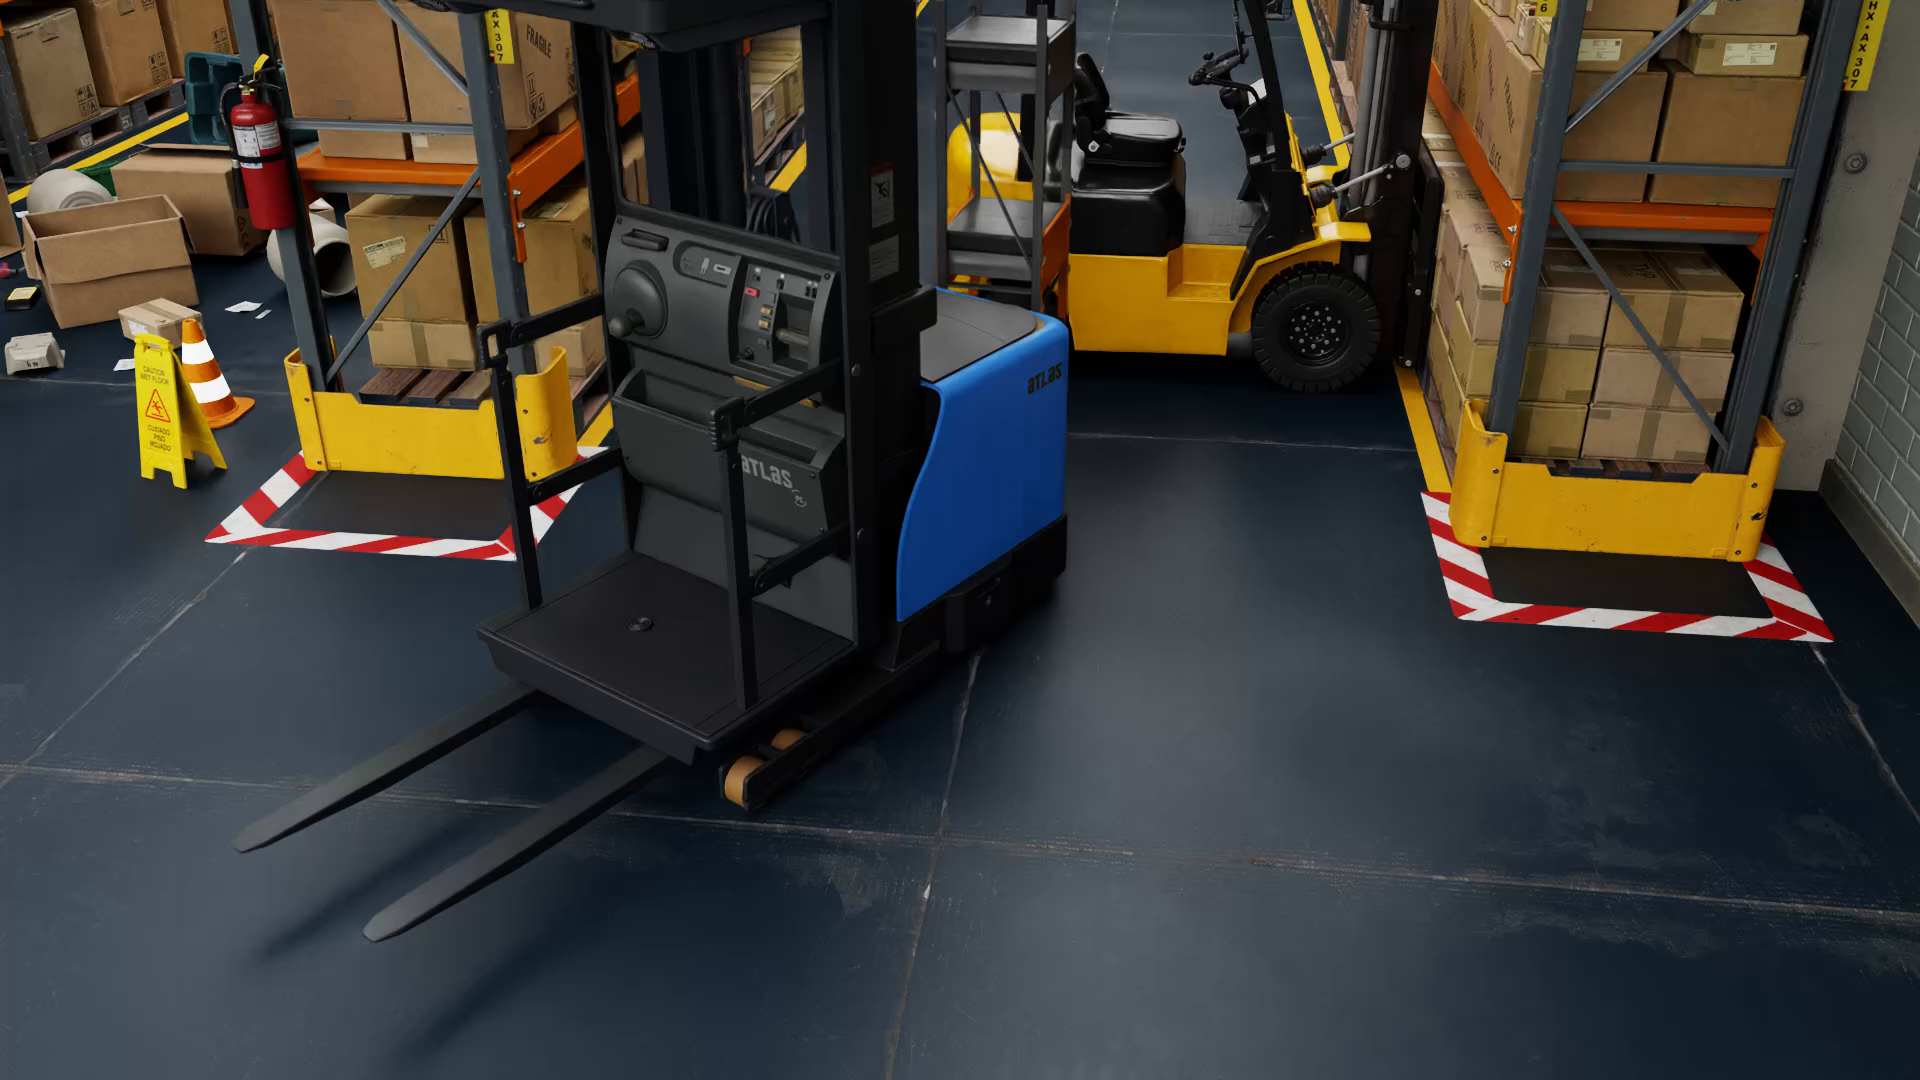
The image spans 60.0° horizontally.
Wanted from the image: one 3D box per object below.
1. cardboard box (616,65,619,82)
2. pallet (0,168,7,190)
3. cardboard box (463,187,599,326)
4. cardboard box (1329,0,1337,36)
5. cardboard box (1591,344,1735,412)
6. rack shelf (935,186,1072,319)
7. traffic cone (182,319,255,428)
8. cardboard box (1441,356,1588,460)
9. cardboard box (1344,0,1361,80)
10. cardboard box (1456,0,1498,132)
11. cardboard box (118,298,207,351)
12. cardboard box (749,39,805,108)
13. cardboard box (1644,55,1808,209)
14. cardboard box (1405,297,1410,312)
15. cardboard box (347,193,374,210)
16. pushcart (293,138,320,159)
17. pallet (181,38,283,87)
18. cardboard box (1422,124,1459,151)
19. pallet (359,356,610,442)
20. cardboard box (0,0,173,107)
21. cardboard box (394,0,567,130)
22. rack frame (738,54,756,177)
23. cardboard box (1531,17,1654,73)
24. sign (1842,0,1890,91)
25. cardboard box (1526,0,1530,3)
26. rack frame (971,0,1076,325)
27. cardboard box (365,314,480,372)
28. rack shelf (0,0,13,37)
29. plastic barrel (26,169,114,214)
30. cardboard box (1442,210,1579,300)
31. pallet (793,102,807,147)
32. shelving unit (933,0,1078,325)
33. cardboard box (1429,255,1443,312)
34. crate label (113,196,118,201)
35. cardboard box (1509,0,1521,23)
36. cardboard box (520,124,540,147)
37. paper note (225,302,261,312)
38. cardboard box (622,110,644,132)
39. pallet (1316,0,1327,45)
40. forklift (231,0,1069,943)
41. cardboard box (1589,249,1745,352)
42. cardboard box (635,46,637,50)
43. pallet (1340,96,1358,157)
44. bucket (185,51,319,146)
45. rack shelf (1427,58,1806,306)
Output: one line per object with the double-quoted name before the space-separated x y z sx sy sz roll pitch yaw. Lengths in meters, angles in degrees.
"cardboard box" -1.890 -2.288 8.100 0.380 0.149 0.250 4 29 8
"pallet" -6.921 -2.185 10.583 1.003 0.211 1.213 3 28 6
"cardboard box" -1.939 -1.322 7.707 0.500 0.500 0.500 2 28 4
"cardboard box" 3.502 -4.653 14.417 0.500 0.500 0.500 3 28 5
"cardboard box" 2.875 -0.760 6.927 0.500 0.250 0.500 4 29 7
"rack shelf" 0.175 -1.051 6.515 0.431 0.518 0.480 7 29 13
"traffic cone" -3.543 -0.803 7.753 0.336 0.463 0.334 3 28 6
"cardboard box" 2.356 -0.570 7.102 0.500 0.250 0.500 4 29 7
"cardboard box" 3.502 -3.969 13.015 0.875 0.625 0.625 4 29 8
"cardboard box" 2.547 -2.132 7.439 0.500 0.500 0.500 3 28 5
"cardboard box" -4.159 -1.122 8.676 0.380 0.149 0.250 20 34 32
"cardboard box" -1.595 -3.467 12.350 0.950 0.372 0.625 4 29 8
"cardboard box" 2.948 -1.617 6.484 0.500 0.500 0.500 4 29 8
"cardboard box" 2.538 -1.284 8.428 0.500 0.250 0.500 4 29 8
"cardboard box" -3.307 -2.001 9.935 0.500 0.500 0.500 -24 36 -37
"pushcart" -4.094 -2.480 10.956 1.648 0.377 0.936 -6 29 -11
"pallet" -6.431 -4.054 14.053 1.003 0.211 1.213 3 28 6
"cardboard box" 2.609 -1.969 8.645 0.500 0.250 0.500 4 29 8
"pallet" -2.171 -0.831 8.071 1.003 0.211 1.213 3 28 6
"cardboard box" -6.641 -3.712 12.406 1.050 0.750 0.750 3 28 6
"cardboard box" -1.982 -2.025 6.927 0.500 0.500 0.500 3 28 5
"rack frame" -1.825 -3.526 10.132 1.000 3.000 0.127 3 28 6
"cardboard box" 2.376 -1.865 6.260 0.380 0.149 0.250 4 29 7
"sign" 3.162 -1.737 5.816 0.100 0.325 0.005 3 28 6
"cardboard box" 2.451 -2.240 6.643 0.380 0.149 0.250 4 29 7
"rack frame" 0.240 -1.174 6.716 0.400 2.100 0.015 7 29 13
"cardboard box" -2.480 -1.025 7.946 0.500 0.250 0.500 3 28 6
"rack shelf" -6.505 -4.391 12.496 1.077 0.370 4.000 3 28 6
"plastic barrel" -5.367 -2.009 10.032 0.421 0.421 0.512 -24 36 -37
"cardboard box" 2.415 -1.246 7.303 0.500 0.250 0.500 4 29 7
"pallet" -1.584 -3.241 12.543 1.003 0.211 1.213 3 28 6
"shelving unit" 0.175 -1.063 6.508 0.431 2.100 0.503 7 29 13
"cardboard box" 2.476 -1.278 7.888 0.500 0.250 0.500 3 28 5
"crate label" -5.242 -2.098 10.499 0.298 0.136 0.250 -17 33 -29
"cardboard box" 2.512 -2.222 6.922 0.380 0.149 0.250 3 28 6
"cardboard box" -2.051 -1.800 7.193 0.380 0.149 0.250 4 29 7
"paper note" -3.922 -1.283 9.110 0.148 0.019 0.142 14 31 24
"cardboard box" -1.753 -2.056 9.070 0.500 0.500 0.500 5 29 9
"pallet" 3.873 -4.816 15.467 1.003 0.211 1.213 3 28 6
"forklift" -0.881 -0.714 4.985 1.130 2.935 3.031 20 34 32
"cardboard box" 2.858 -0.986 6.820 0.500 0.250 0.500 3 28 5
"cardboard box" -1.806 -2.748 8.270 0.500 0.500 0.500 3 28 5
"pallet" 3.300 -2.936 11.978 1.003 0.211 1.213 3 28 6
"bucket" -4.479 -2.796 10.626 0.726 0.611 0.620 14 21 24
"rack shelf" 2.857 -1.981 8.023 1.077 0.370 4.000 3 28 6
